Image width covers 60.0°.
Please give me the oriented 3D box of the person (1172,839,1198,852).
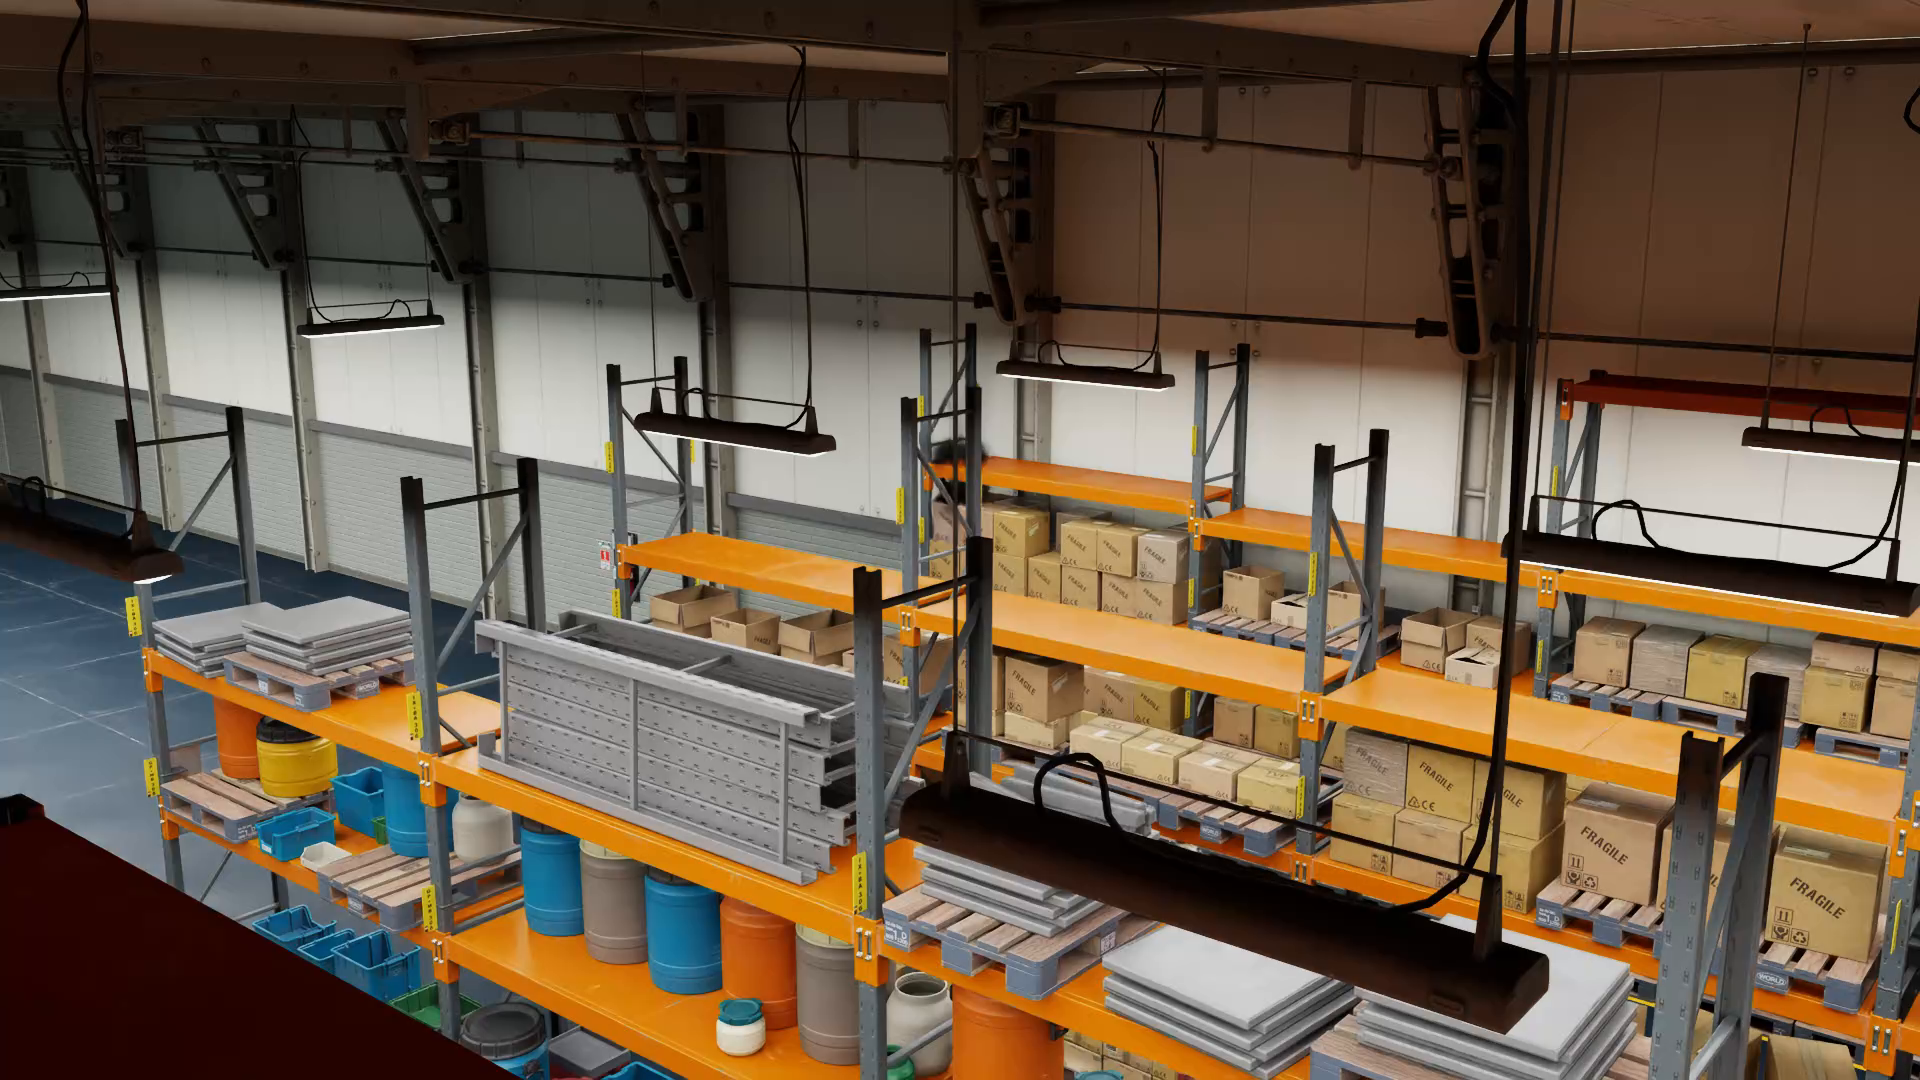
[{"bbox_3d":[2.239,3.571,16.603,0.919,1.695,0.583,7,15,29],"label":"person"}]
